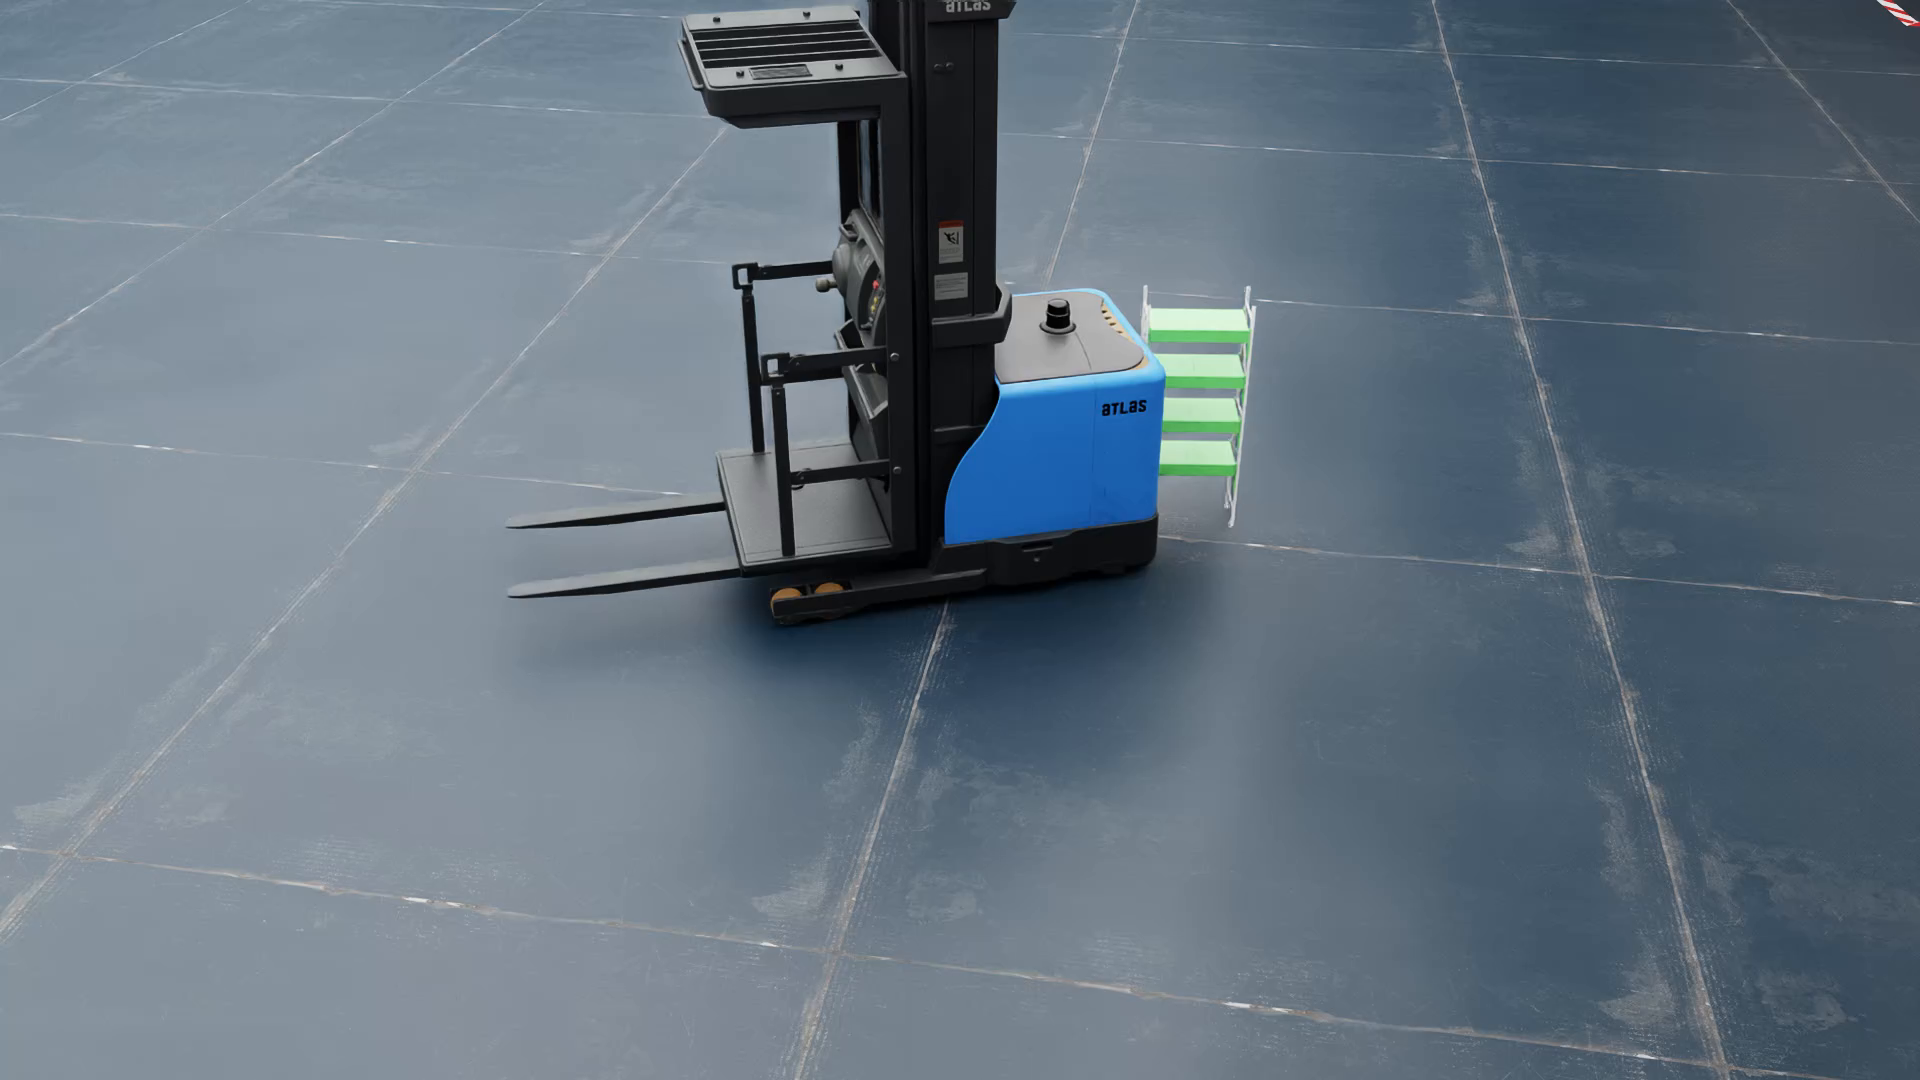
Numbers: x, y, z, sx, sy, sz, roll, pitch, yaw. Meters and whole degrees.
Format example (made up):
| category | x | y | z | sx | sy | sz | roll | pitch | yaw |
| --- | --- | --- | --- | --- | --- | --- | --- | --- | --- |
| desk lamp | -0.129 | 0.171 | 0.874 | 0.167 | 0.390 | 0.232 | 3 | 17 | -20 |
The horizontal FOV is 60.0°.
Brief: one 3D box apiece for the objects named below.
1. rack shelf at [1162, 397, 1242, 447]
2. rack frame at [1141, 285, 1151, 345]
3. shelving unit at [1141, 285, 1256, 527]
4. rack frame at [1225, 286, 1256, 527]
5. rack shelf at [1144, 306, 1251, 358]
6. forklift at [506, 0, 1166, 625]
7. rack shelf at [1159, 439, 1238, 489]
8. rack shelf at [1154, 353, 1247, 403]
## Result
| category | x | y | z | sx | sy | sz | roll | pitch | yaw |
| --- | --- | --- | --- | --- | --- | --- | --- | --- | --- |
| rack shelf | 1.125 | -0.585 | 8.174 | 0.480 | 0.148 | 0.258 | 1 | 32 | 1 |
| rack frame | 0.881 | -0.642 | 8.146 | 0.015 | 1.200 | 0.240 | 1 | 32 | 1 |
| shelving unit | 1.125 | -0.639 | 8.140 | 0.503 | 1.200 | 0.258 | 1 | 32 | 1 |
| rack frame | 1.369 | -0.636 | 8.135 | 0.015 | 1.200 | 0.240 | 1 | 32 | 1 |
| rack shelf | 1.125 | -0.992 | 7.919 | 0.480 | 0.148 | 0.258 | 1 | 32 | 1 |
| forklift | -0.629 | -1.162 | 7.344 | 3.031 | 2.935 | 1.130 | -7 | 33 | -11 |
| rack shelf | 1.125 | -0.382 | 8.302 | 0.480 | 0.148 | 0.258 | 1 | 32 | 1 |
| rack shelf | 1.125 | -0.788 | 8.047 | 0.480 | 0.148 | 0.258 | 1 | 32 | 1 |
